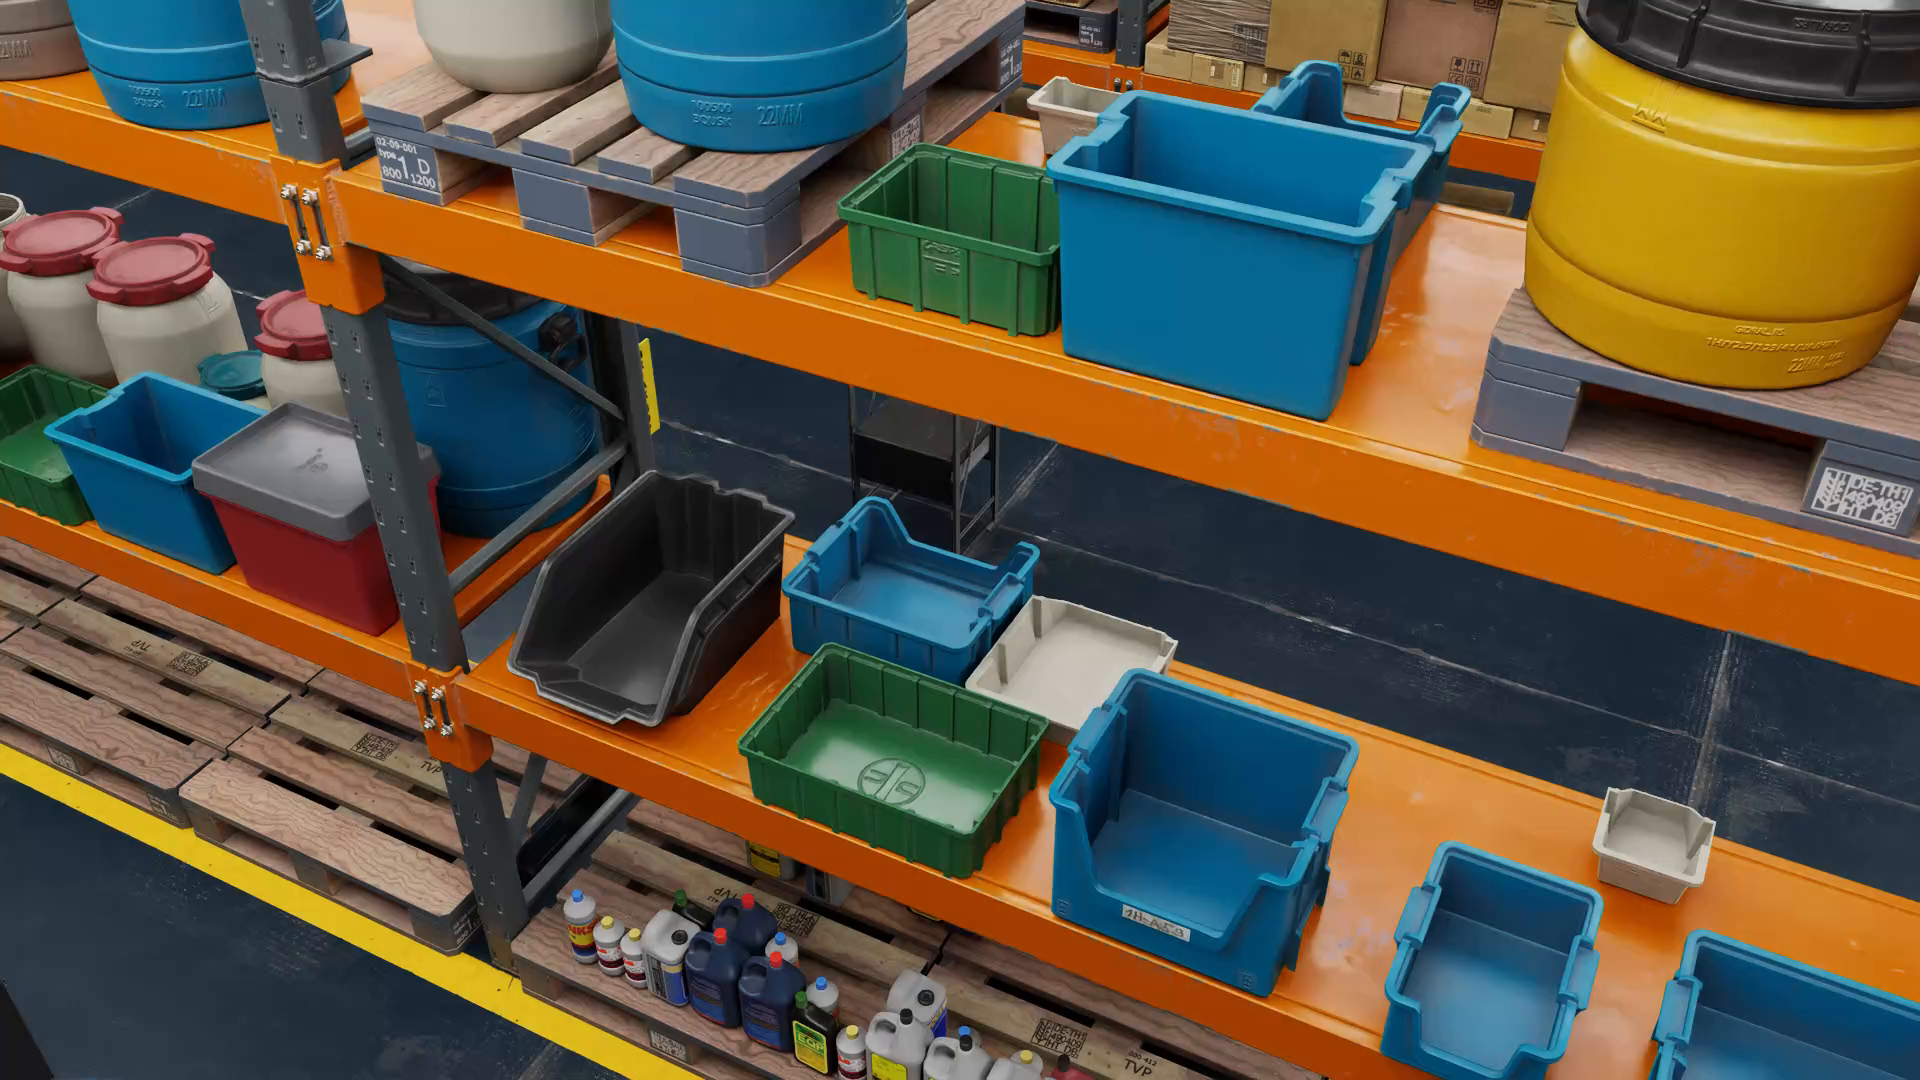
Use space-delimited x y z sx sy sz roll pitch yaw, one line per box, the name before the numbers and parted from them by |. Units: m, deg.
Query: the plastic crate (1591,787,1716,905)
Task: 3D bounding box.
plastic crate | 1.665 0.737 4.017 0.250 0.136 0.298 17 41 21

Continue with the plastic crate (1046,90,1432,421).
plastic crate | 0.480 -0.504 2.965 0.575 0.384 0.392 17 41 21

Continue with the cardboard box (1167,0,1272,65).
cardboard box | 1.409 -2.718 8.021 0.500 0.500 0.875 17 41 21

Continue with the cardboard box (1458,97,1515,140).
cardboard box | 2.428 -1.987 7.594 0.250 0.149 0.380 17 41 21

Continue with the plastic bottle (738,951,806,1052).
plastic bottle | -0.547 1.321 4.856 0.185 0.351 0.144 16 40 20

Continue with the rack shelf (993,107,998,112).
rack shelf | -0.147 -1.429 6.261 0.480 0.518 0.431 17 41 21

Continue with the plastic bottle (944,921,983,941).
plastic bottle | 0.016 1.120 5.176 0.133 0.283 0.061 17 41 21

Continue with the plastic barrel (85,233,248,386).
plastic barrel | -2.640 -0.701 5.580 0.433 0.535 0.433 0 37 0

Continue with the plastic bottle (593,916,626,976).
plastic bottle | -1.069 1.233 5.096 0.097 0.201 0.097 0 37 0

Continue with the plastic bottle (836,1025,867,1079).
plastic bottle | -0.306 1.471 4.781 0.097 0.201 0.097 0 37 0

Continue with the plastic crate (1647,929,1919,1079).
plastic crate | 1.730 1.134 3.398 0.616 0.251 0.499 17 41 21

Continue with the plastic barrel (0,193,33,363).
plastic barrel | -3.406 -0.927 5.898 0.421 0.512 0.421 0 37 0

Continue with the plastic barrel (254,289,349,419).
plastic barrel | -1.989 -0.497 5.311 0.433 0.535 0.433 0 37 0

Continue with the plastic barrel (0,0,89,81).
plastic barrel | -2.372 -1.660 4.060 0.600 0.901 0.600 0 37 0

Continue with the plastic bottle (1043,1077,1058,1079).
plastic bottle | 0.268 1.603 4.546 0.135 0.276 0.152 18 41 22

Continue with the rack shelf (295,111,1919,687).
rack shelf | 0.536 -0.411 3.425 4.000 0.370 1.077 17 41 21

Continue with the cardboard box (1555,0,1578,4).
cardboard box | 2.658 -2.602 7.042 0.500 0.500 0.500 17 41 21

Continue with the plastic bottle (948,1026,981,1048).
plastic bottle | 0.013 1.473 4.779 0.097 0.201 0.097 0 37 0

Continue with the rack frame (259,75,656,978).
rack frame | -1.240 -0.059 4.847 0.127 3.000 1.000 17 41 21

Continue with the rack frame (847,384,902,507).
rack frame | -0.364 -0.950 6.765 0.015 2.100 0.400 17 41 21

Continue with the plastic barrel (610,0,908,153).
plastic barrel | -0.406 -1.286 3.221 0.708 0.901 0.600 17 41 21

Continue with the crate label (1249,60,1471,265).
crate label | 0.802 -0.780 3.439 0.408 0.251 0.502 17 41 21

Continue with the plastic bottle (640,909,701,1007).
plastic bottle | -0.859 1.250 5.011 0.135 0.276 0.152 19 41 23

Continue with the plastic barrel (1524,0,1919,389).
plastic barrel | 1.241 -0.632 2.618 0.600 0.588 0.600 0 37 0

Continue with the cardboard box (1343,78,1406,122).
cardboard box | 1.970 -2.110 7.756 0.250 0.149 0.380 17 41 21

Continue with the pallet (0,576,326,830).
pallet | -3.043 0.516 6.396 1.213 0.211 1.003 17 41 21

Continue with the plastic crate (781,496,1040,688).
plastic crate | -0.133 0.162 4.678 0.616 0.251 0.499 17 41 21

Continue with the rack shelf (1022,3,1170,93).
rack shelf | -0.738 -2.988 9.300 4.000 0.370 1.077 17 41 21

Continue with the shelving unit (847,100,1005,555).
shelving unit | -0.147 -0.882 6.676 0.503 2.100 0.431 17 41 21

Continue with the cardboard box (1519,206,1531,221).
cardboard box | 2.949 -1.292 8.191 0.500 0.500 0.500 21 42 26

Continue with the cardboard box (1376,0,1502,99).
cardboard box | 2.327 -2.475 7.701 0.500 0.500 0.875 17 41 21

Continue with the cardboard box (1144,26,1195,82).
cardboard box | 1.090 -2.397 8.134 0.250 0.149 0.380 17 41 21

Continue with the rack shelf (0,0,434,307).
rack shelf | -3.016 -1.523 4.890 4.000 0.370 1.077 17 41 21

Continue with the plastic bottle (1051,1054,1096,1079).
plastic bottle | 0.317 1.543 4.620 0.133 0.283 0.061 17 41 21

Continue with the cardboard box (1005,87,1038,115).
cardboard box | 0.087 -2.223 9.401 0.500 0.500 0.700 17 40 21

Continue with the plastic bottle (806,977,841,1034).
plastic bottle | -0.399 1.373 4.853 0.097 0.271 0.097 0 37 0

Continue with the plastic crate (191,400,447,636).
plastic crate | -1.811 -0.055 4.788 0.583 0.464 0.402 17 41 21

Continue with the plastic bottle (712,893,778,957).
plastic bottle | -0.648 1.191 5.027 0.185 0.351 0.144 17 41 21

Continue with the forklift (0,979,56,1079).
forklift | -2.168 1.471 2.888 3.031 2.935 1.130 15 40 19

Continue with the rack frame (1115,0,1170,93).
rack frame | 1.038 -2.718 8.350 0.127 3.000 1.000 17 41 21

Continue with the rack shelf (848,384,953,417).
rack shelf | -0.147 -0.872 6.684 0.480 0.518 0.431 17 41 21

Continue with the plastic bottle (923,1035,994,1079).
plastic bottle | -0.004 1.491 4.632 0.185 0.351 0.144 19 41 23

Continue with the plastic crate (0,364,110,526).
plastic crate | -2.916 -0.307 5.349 0.662 0.188 0.450 17 41 21

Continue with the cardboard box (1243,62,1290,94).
cardboard box | 1.541 -2.266 7.962 0.250 0.149 0.380 17 41 21

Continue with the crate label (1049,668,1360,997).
crate label | 0.553 0.673 3.854 0.616 0.435 0.502 17 41 21

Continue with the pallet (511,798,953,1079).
pallet | -0.663 1.261 5.414 1.213 0.211 1.003 17 41 21

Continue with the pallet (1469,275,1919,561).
pallet | 1.622 -0.349 2.904 1.213 0.211 1.003 17 41 21

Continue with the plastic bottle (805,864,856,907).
plastic bottle | -0.411 1.015 5.321 0.135 0.276 0.152 17 41 21
